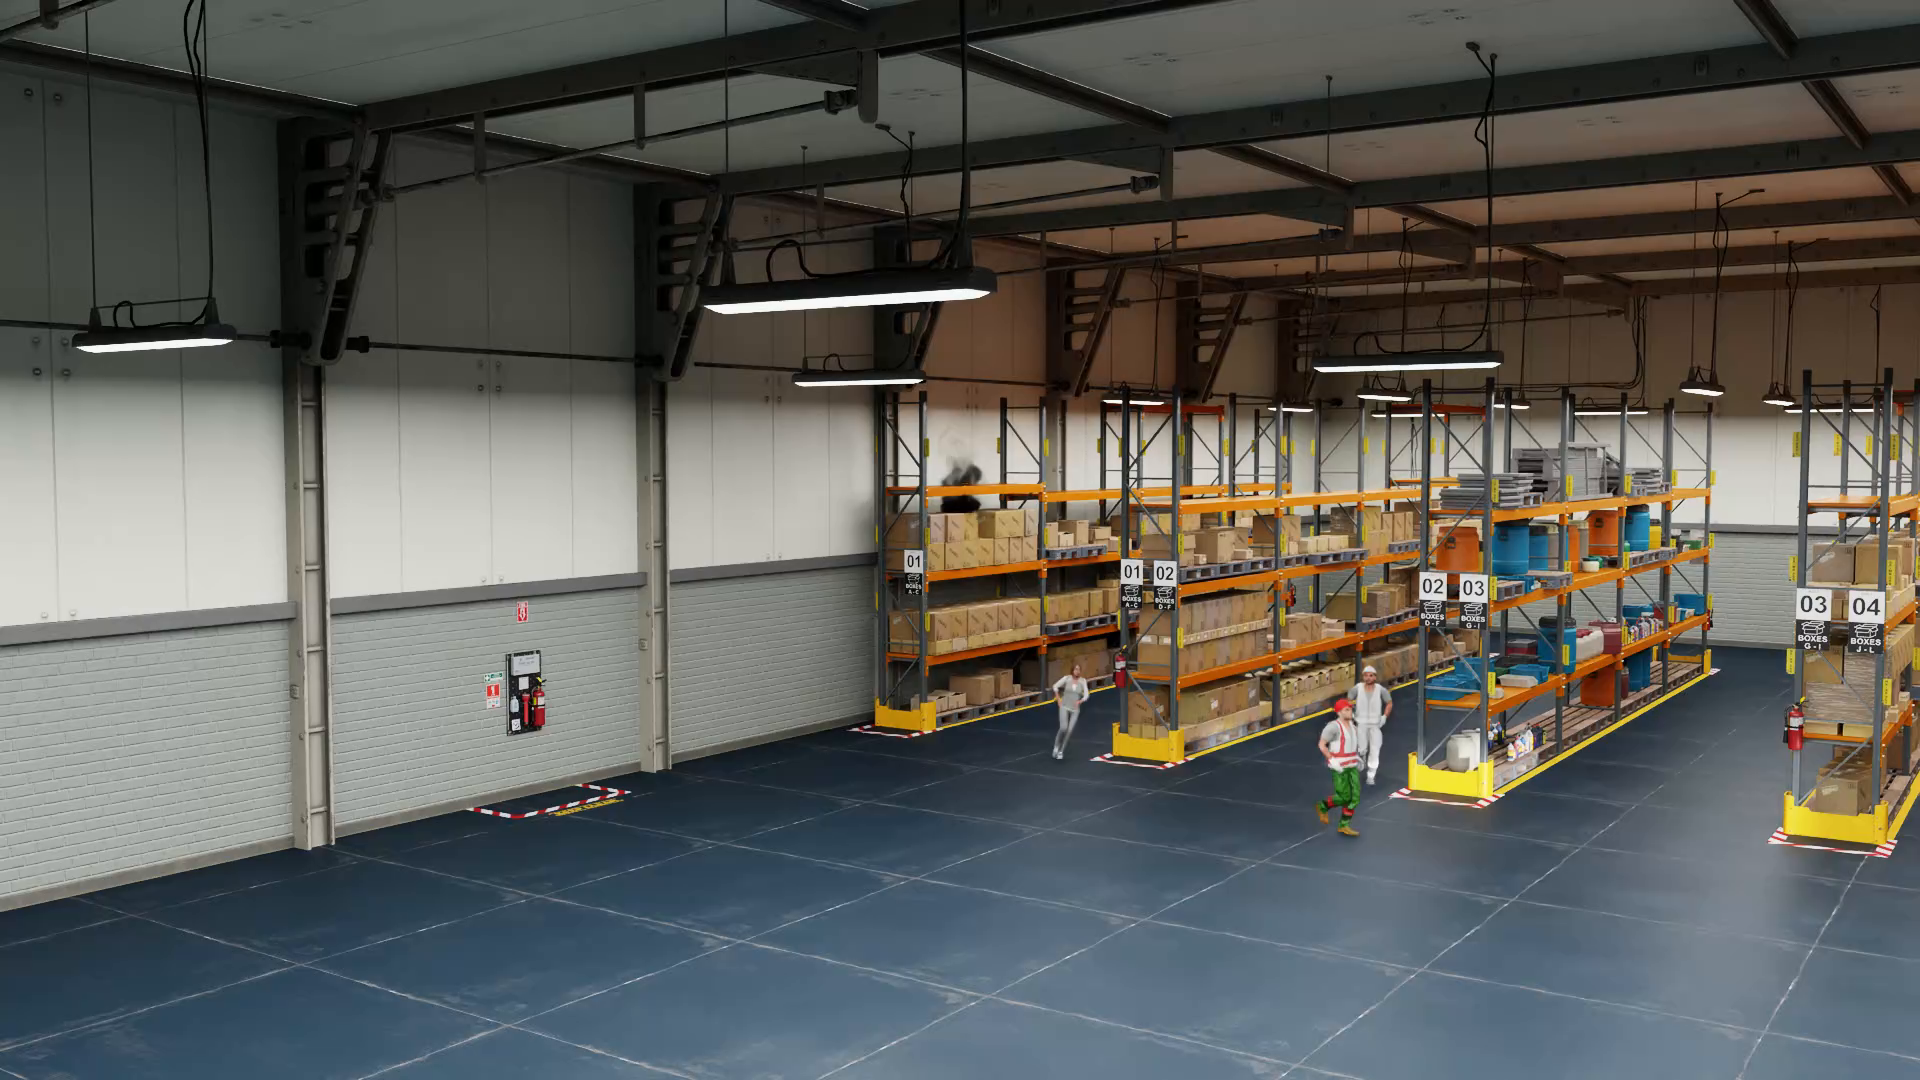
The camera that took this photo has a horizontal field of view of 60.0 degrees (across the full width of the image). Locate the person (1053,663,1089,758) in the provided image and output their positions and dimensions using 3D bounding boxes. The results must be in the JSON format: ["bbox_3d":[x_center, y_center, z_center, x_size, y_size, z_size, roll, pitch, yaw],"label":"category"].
[{"bbox_3d":[1.781,2.751,26.682,0.568,1.533,0.563,0,3,-7],"label":"person"}]

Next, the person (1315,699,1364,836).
[{"bbox_3d":[4.923,2.934,21.598,0.666,1.750,0.625,-2,4,-37],"label":"person"}]

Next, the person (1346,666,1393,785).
[{"bbox_3d":[6.141,2.758,24.977,0.700,1.776,0.610,1,3,13],"label":"person"}]
